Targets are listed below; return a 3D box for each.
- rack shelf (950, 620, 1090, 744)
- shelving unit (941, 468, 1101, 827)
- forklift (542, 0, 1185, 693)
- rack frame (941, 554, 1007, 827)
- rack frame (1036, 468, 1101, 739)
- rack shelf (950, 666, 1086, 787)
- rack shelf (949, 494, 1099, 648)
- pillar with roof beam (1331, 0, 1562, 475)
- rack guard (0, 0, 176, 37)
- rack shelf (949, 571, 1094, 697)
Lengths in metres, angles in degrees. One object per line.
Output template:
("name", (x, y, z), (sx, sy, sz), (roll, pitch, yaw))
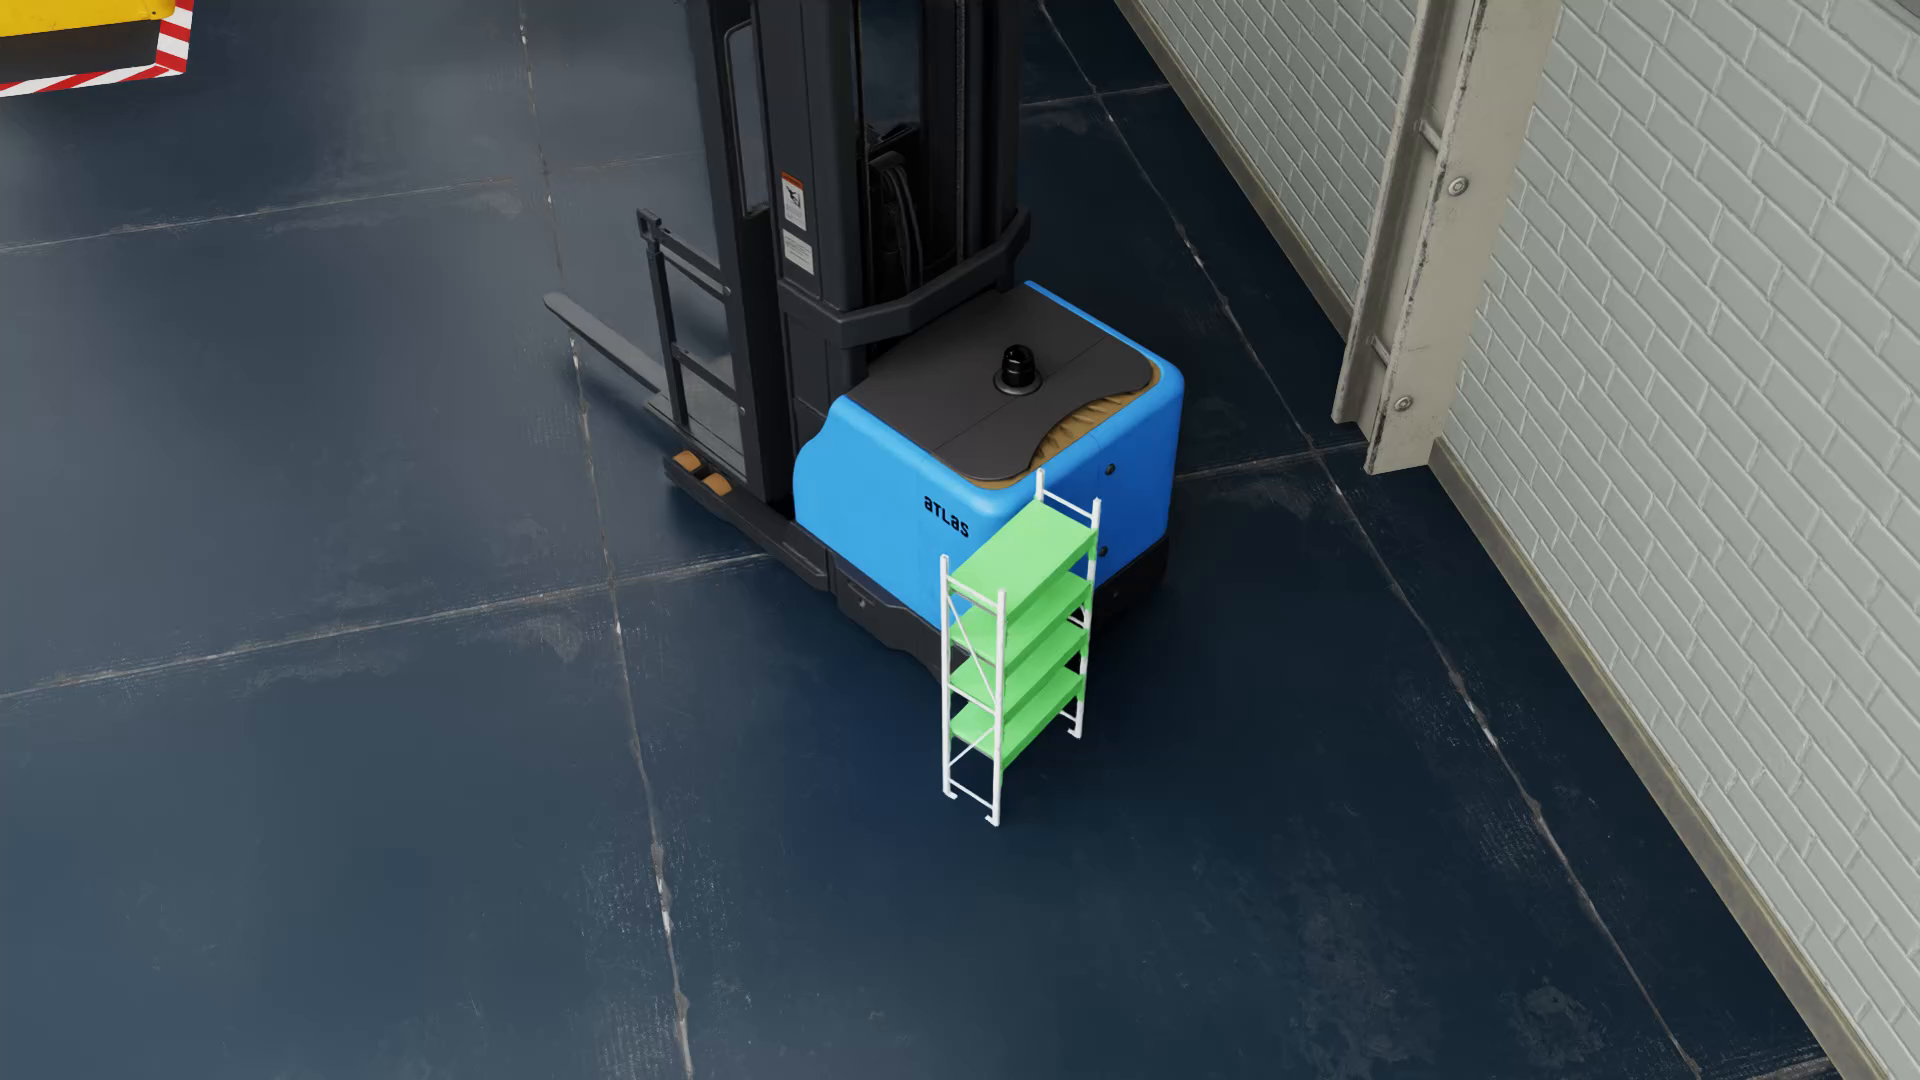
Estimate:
("rack shelf", (0.192, 0.428, 5.580), (0.258, 0.148, 0.480), (30, 53, 26))
("shelving unit", (0.192, 0.383, 5.534), (0.258, 1.200, 0.503), (30, 53, 26))
("forklift", (-0.587, -1.368, 6.038), (1.130, 2.935, 3.031), (-35, 55, -30))
("rack frame", (0.040, 0.519, 5.401), (0.240, 1.200, 0.015), (30, 53, 26))
("rack frame", (0.343, 0.247, 5.668), (0.240, 1.200, 0.015), (30, 53, 26))
("rack shelf", (0.192, 0.596, 5.752), (0.258, 0.148, 0.480), (30, 53, 26))
("rack shelf", (0.192, 0.092, 5.237), (0.258, 0.148, 0.480), (30, 53, 26))
("pillar with roof beam", (-2.339, -2.801, 3.194), (9.100, 9.000, 0.400), (-11, 47, -10))
("rack guard", (-5.224, -3.252, 9.587), (1.175, 0.500, 0.348), (-11, 47, -10))
("rack shelf", (0.192, 0.260, 5.409), (0.258, 0.148, 0.480), (30, 53, 26))
